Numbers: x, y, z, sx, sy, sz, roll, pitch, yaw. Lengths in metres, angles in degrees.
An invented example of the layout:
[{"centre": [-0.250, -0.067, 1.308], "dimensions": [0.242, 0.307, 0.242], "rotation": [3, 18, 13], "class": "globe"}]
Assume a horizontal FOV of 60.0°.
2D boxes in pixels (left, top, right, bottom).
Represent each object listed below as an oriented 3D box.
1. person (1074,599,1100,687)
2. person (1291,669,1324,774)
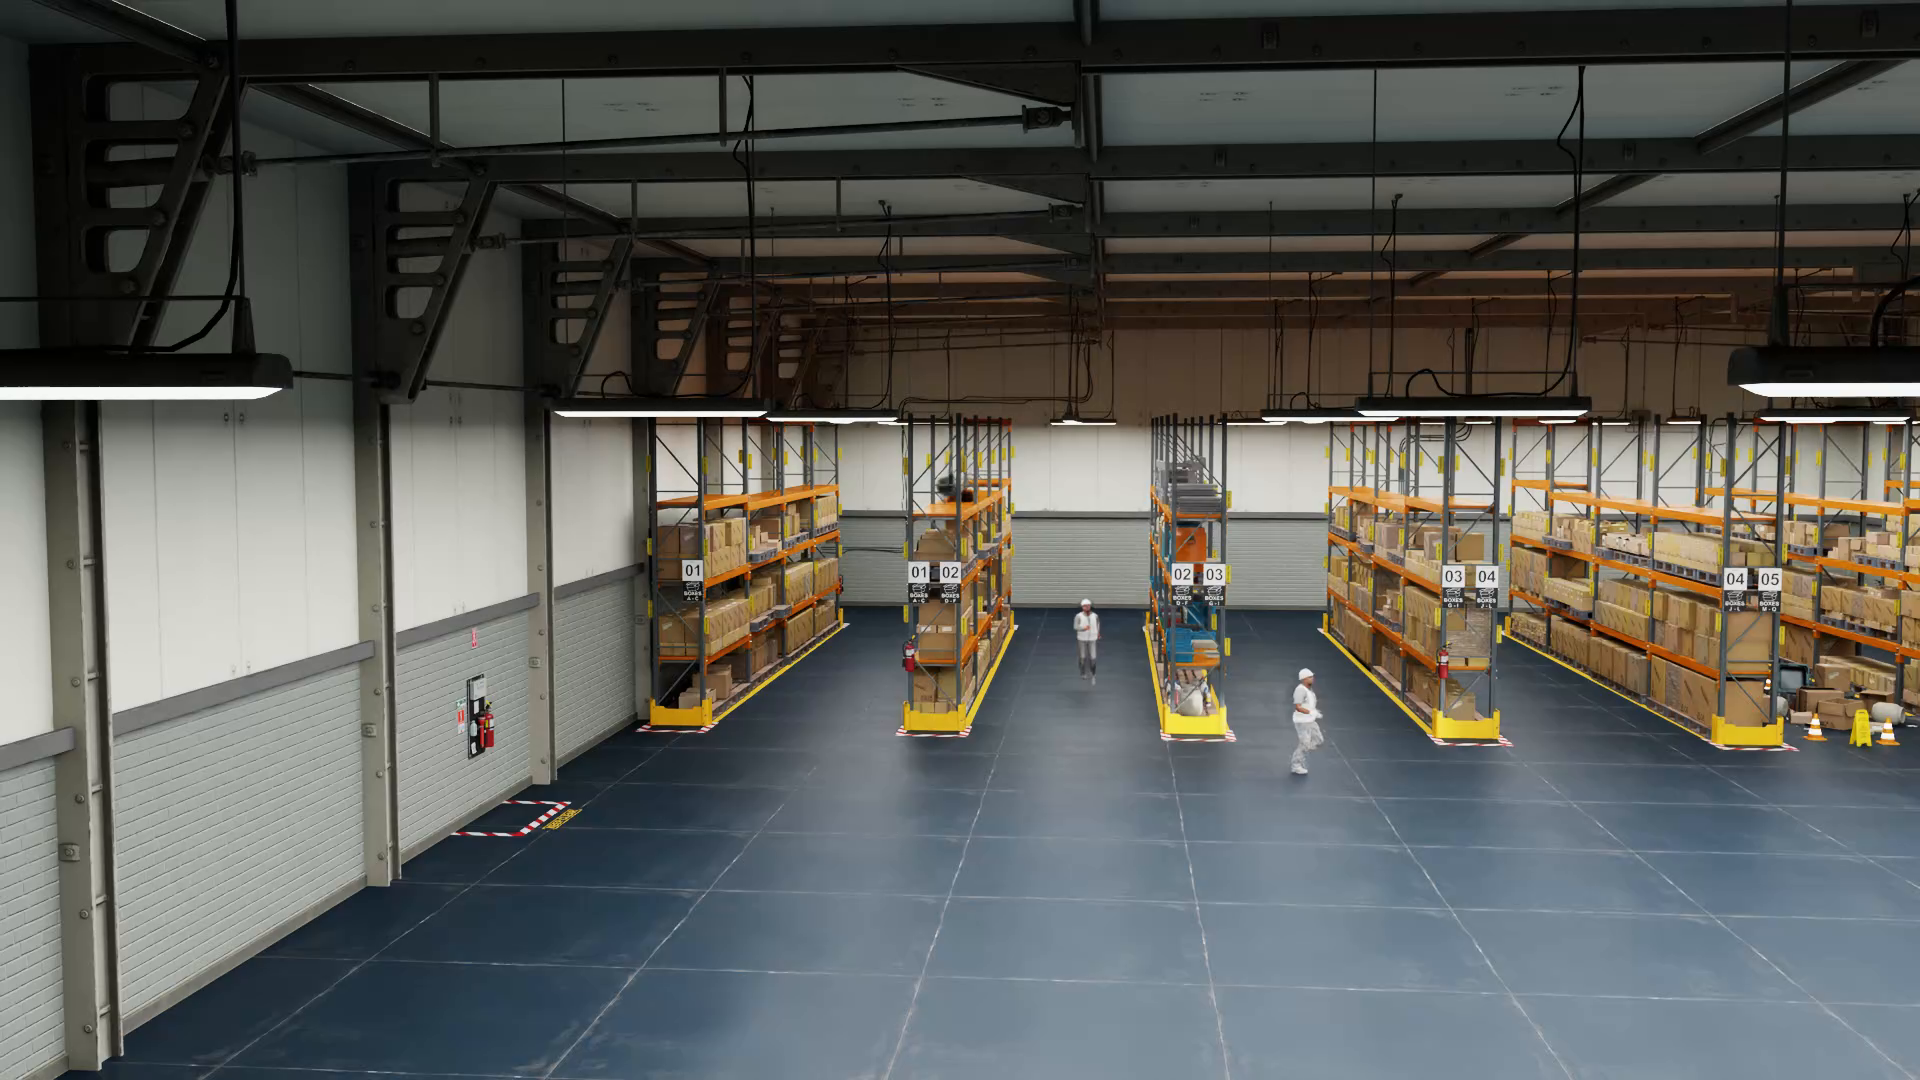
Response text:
[{"centre": [2.752, 2.208, 35.890], "dimensions": [0.622, 1.871, 0.731], "rotation": [0, 4, -5], "class": "person"}, {"centre": [5.743, 2.994, 27.463], "dimensions": [0.587, 1.740, 0.683], "rotation": [2, 4, 30], "class": "person"}]
